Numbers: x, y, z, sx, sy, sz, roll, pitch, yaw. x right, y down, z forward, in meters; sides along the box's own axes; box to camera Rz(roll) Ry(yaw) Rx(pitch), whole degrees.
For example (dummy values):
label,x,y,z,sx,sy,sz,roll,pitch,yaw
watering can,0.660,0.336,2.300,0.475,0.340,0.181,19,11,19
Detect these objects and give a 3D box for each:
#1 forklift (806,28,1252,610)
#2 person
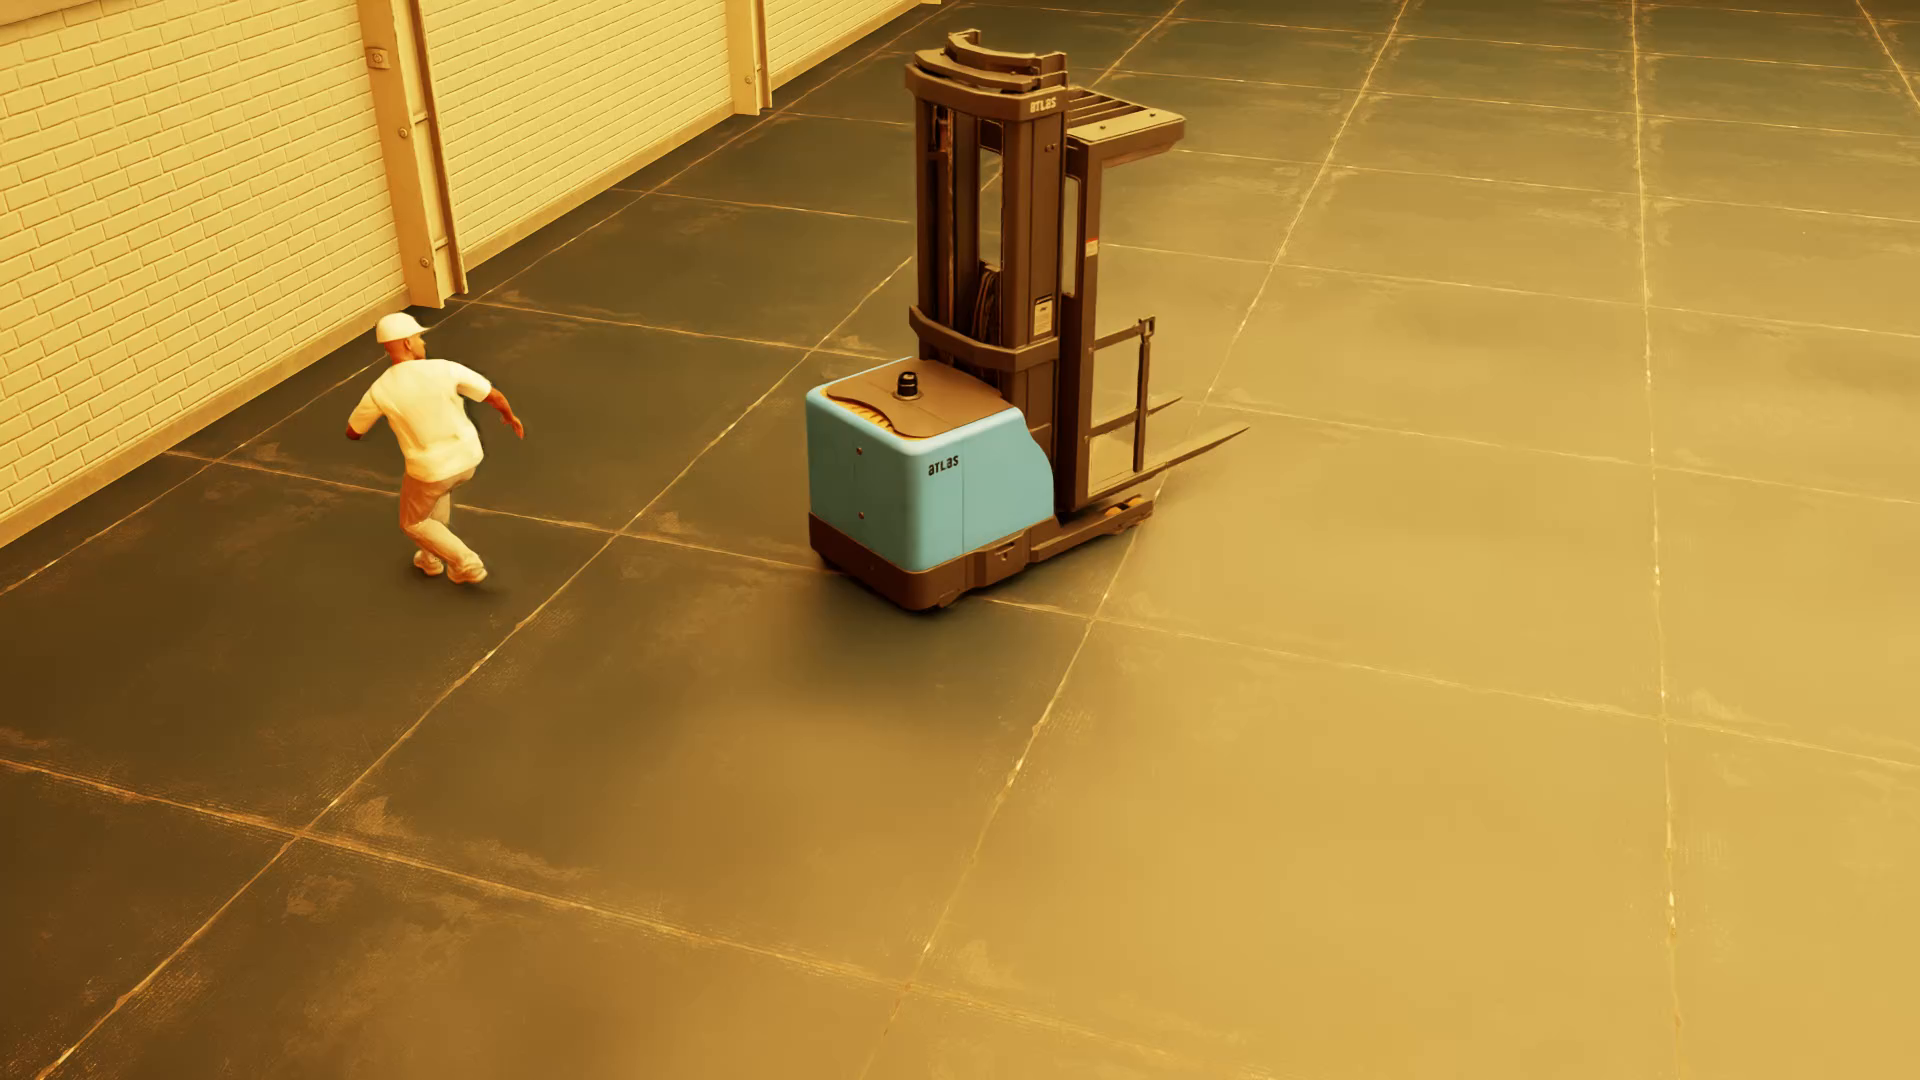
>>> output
label,x,y,z,sx,sy,sz,roll,pitch,yaw
forklift,0.559,-1.482,9.736,3.031,2.935,1.130,-23,37,-34
person,-2.964,-0.545,9.417,0.928,1.625,0.855,-23,37,-35
